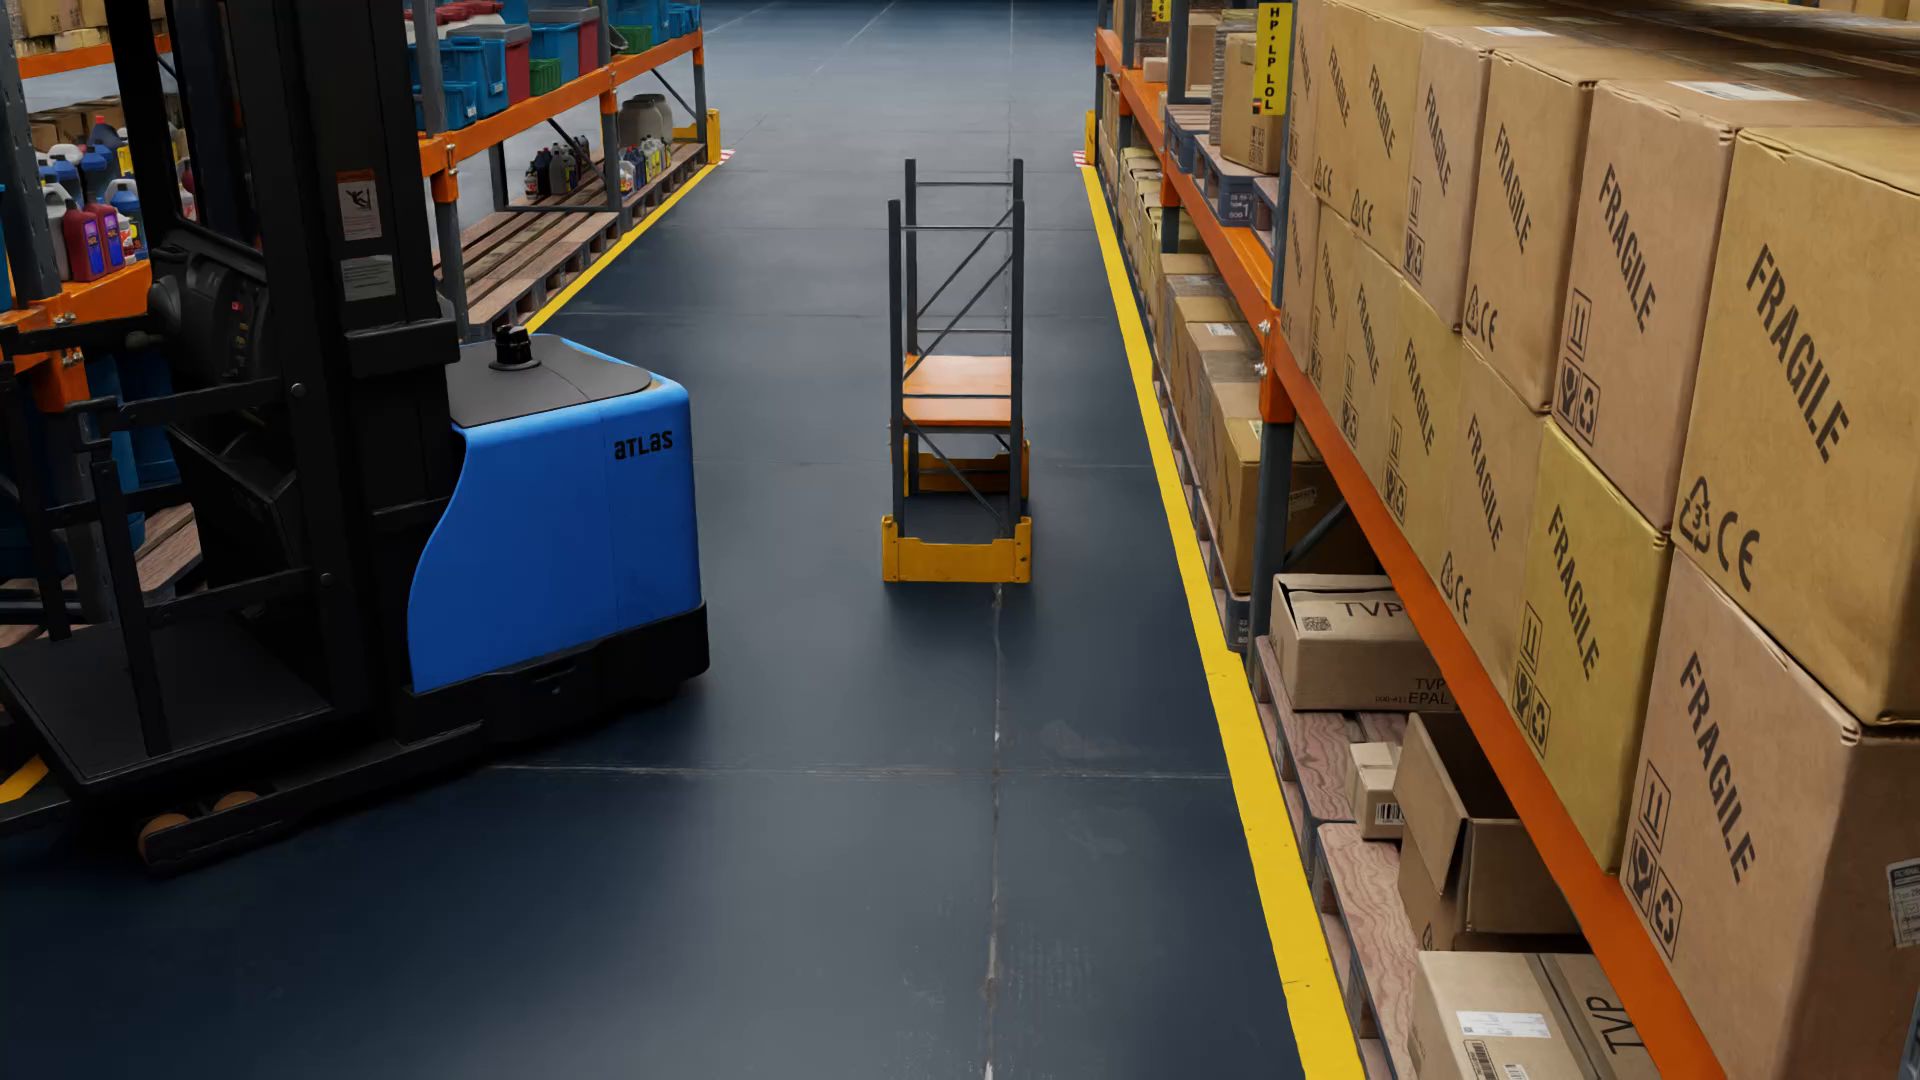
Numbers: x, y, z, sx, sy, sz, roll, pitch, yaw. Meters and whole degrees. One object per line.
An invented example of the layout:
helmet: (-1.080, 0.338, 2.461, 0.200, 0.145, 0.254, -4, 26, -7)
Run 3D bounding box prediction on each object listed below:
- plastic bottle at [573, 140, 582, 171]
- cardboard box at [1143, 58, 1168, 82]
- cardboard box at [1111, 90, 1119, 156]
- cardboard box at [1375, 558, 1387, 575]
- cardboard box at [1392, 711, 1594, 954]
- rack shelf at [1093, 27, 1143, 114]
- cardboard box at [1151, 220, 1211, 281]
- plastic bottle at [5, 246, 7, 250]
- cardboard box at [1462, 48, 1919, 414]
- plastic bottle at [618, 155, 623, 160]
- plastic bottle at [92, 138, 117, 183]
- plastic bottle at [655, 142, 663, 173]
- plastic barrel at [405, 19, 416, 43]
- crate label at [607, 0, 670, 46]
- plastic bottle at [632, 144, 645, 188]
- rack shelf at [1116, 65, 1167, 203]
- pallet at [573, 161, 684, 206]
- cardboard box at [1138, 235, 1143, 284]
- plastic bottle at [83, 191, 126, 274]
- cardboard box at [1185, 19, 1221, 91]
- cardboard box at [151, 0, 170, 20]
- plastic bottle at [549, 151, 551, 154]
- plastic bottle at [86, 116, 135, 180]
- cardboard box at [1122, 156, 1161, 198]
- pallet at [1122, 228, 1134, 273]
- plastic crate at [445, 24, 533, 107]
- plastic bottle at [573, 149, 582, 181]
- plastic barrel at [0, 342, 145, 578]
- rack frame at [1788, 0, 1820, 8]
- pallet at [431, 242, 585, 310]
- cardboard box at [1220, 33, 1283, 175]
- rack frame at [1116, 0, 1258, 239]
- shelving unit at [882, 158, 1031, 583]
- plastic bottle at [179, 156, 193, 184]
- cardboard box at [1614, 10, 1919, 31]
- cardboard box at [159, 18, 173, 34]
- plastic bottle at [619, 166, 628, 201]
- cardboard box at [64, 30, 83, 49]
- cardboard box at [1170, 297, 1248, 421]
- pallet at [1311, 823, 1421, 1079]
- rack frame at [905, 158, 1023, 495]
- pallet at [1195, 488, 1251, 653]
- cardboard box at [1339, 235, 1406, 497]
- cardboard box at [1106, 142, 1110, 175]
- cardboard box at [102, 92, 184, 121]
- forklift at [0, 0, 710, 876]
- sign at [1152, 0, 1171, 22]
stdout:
plastic bottle: (-3.464, -3.460, 14.964, 0.097, 0.271, 0.097, 0, 21, 0)
cardboard box: (1.511, -3.366, 11.904, 0.380, 0.149, 0.250, 1, 21, 2)
cardboard box: (1.576, -3.596, 14.334, 0.500, 0.500, 0.500, 1, 21, 2)
cardboard box: (1.757, -0.121, 6.040, 0.500, 0.500, 0.500, 0, 21, -1)
cardboard box: (1.447, 0.729, 3.845, 0.797, 0.503, 0.637, 1, 21, 2)
rack shelf: (1.803, -4.189, 14.673, 1.077, 0.370, 4.000, 1, 21, 2)
cardboard box: (1.390, -1.722, 9.766, 0.500, 0.311, 0.500, 1, 21, 3)
plastic bottle: (-3.607, -1.276, 6.238, 0.144, 0.351, 0.185, 1, 21, 2)
cardboard box: (1.141, -0.509, 2.674, 0.500, 0.500, 0.500, 1, 21, 3)
plastic bottle: (-2.886, -3.131, 14.116, 0.097, 0.271, 0.097, 0, 21, 0)
plastic bottle: (-3.685, -1.587, 7.151, 0.097, 0.271, 0.097, 0, 21, 0)
plastic bottle: (-2.744, -3.429, 14.876, 0.152, 0.276, 0.135, 0, 21, 0)
plastic barrel: (-3.500, -2.989, 10.432, 0.421, 0.512, 0.421, 0, 21, 0)
crate label: (-2.873, -4.651, 14.821, 0.502, 0.435, 0.616, 1, 21, 2)
plastic bottle: (-2.764, -3.183, 14.139, 0.144, 0.351, 0.185, 0, 21, -1)
rack shelf: (1.681, -2.743, 10.945, 1.077, 0.370, 4.000, 1, 21, 2)
pallet: (-3.112, -3.242, 15.092, 1.003, 0.211, 1.213, 1, 21, 2)
cardboard box: (1.423, -1.830, 10.819, 0.500, 0.250, 0.500, 1, 21, 3)
plastic bottle: (-3.011, -1.086, 5.843, 0.061, 0.283, 0.133, 1, 21, 2)
cardboard box: (1.655, -3.008, 10.497, 0.500, 0.500, 0.500, 0, 21, -1)
cardboard box: (-7.977, -5.162, 15.638, 0.875, 0.500, 0.500, 1, 21, 2)
plastic bottle: (-3.508, -3.160, 14.175, 0.061, 0.283, 0.133, 2, 21, 5)
plastic bottle: (-3.718, -1.676, 7.269, 0.144, 0.351, 0.185, 1, 21, 2)
cardboard box: (1.460, -2.649, 12.154, 0.500, 0.311, 0.500, 0, 21, 1)
pallet: (1.759, -2.234, 12.495, 1.003, 0.211, 1.213, 1, 21, 2)
plastic crate: (-2.976, -3.021, 10.581, 0.402, 0.464, 0.583, 1, 21, 2)
plastic bottle: (-3.346, -3.276, 14.471, 0.061, 0.283, 0.133, 1, 21, 2)
plastic barrel: (-3.419, -0.378, 6.178, 0.600, 0.901, 0.708, 1, 21, 2)
rack frame: (6.694, -3.748, 12.542, 1.000, 3.000, 0.127, 1, 21, 2)
pallet: (-3.228, -1.830, 11.454, 1.003, 0.211, 1.213, 1, 21, 2)
cardboard box: (1.491, -1.790, 6.778, 0.700, 0.500, 0.500, -5, 22, -12)
rack frame: (1.742, -3.801, 12.679, 1.000, 3.000, 0.127, 1, 21, 2)
shelving unit: (0.002, -0.727, 6.829, 0.587, 1.500, 1.083, 1, 21, 2)
plastic bottle: (-3.029, -1.405, 6.674, 0.152, 0.276, 0.135, 1, 21, 2)
cardboard box: (1.714, -0.868, 3.599, 0.500, 0.500, 0.500, 1, 21, 2)
cardboard box: (-7.805, -4.954, 15.997, 0.380, 0.149, 0.250, 1, 21, 2)
plastic bottle: (-2.761, -2.901, 13.521, 0.097, 0.271, 0.097, 0, 21, 0)
cardboard box: (-7.839, -4.321, 14.366, 0.380, 0.149, 0.250, 1, 21, 2)
cardboard box: (1.290, -0.863, 7.953, 0.500, 0.500, 0.500, 0, 21, 1)
pallet: (1.443, 1.082, 3.949, 1.003, 0.211, 1.213, 1, 21, 2)
rack frame: (0.018, -0.914, 7.311, 0.500, 1.500, 0.032, 1, 21, 2)
pallet: (1.486, 0.097, 6.487, 1.003, 0.211, 1.213, 1, 21, 2)
cardboard box: (1.181, -0.408, 3.795, 0.500, 0.500, 0.500, 1, 21, 1)
cardboard box: (1.578, -3.427, 14.936, 0.500, 0.250, 0.500, 1, 21, 2)
cardboard box: (-8.074, -4.163, 16.485, 0.500, 0.500, 0.500, 5, 22, 12)
forklift: (-2.306, -0.648, 4.647, 3.031, 2.935, 1.130, -17, 27, -37)
sign: (1.066, -2.900, 8.754, 0.100, 0.325, 0.005, 1, 21, 2)
